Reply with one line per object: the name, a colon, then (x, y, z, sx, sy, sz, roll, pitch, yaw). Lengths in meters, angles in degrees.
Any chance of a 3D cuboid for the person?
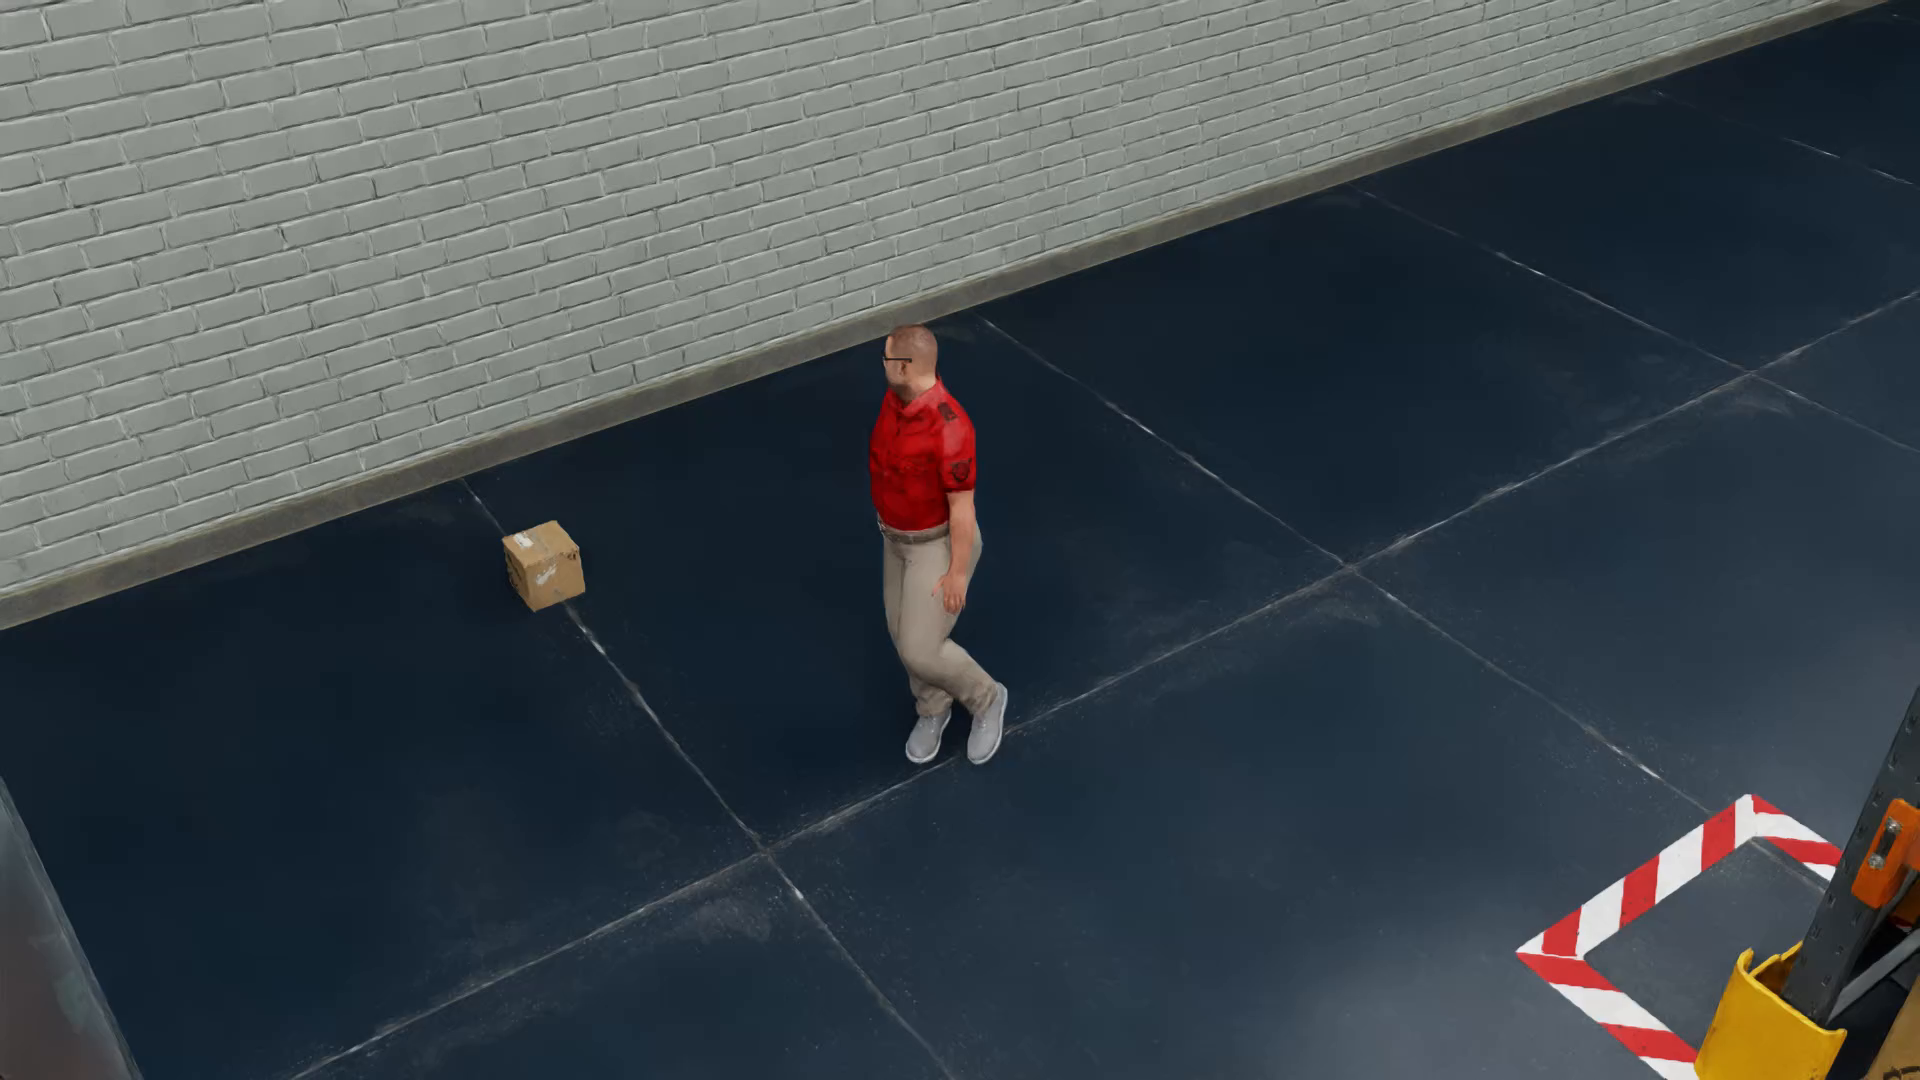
person: (-0.125, 0.044, 6.120, 0.437, 1.717, 0.699, -23, 42, -28)
